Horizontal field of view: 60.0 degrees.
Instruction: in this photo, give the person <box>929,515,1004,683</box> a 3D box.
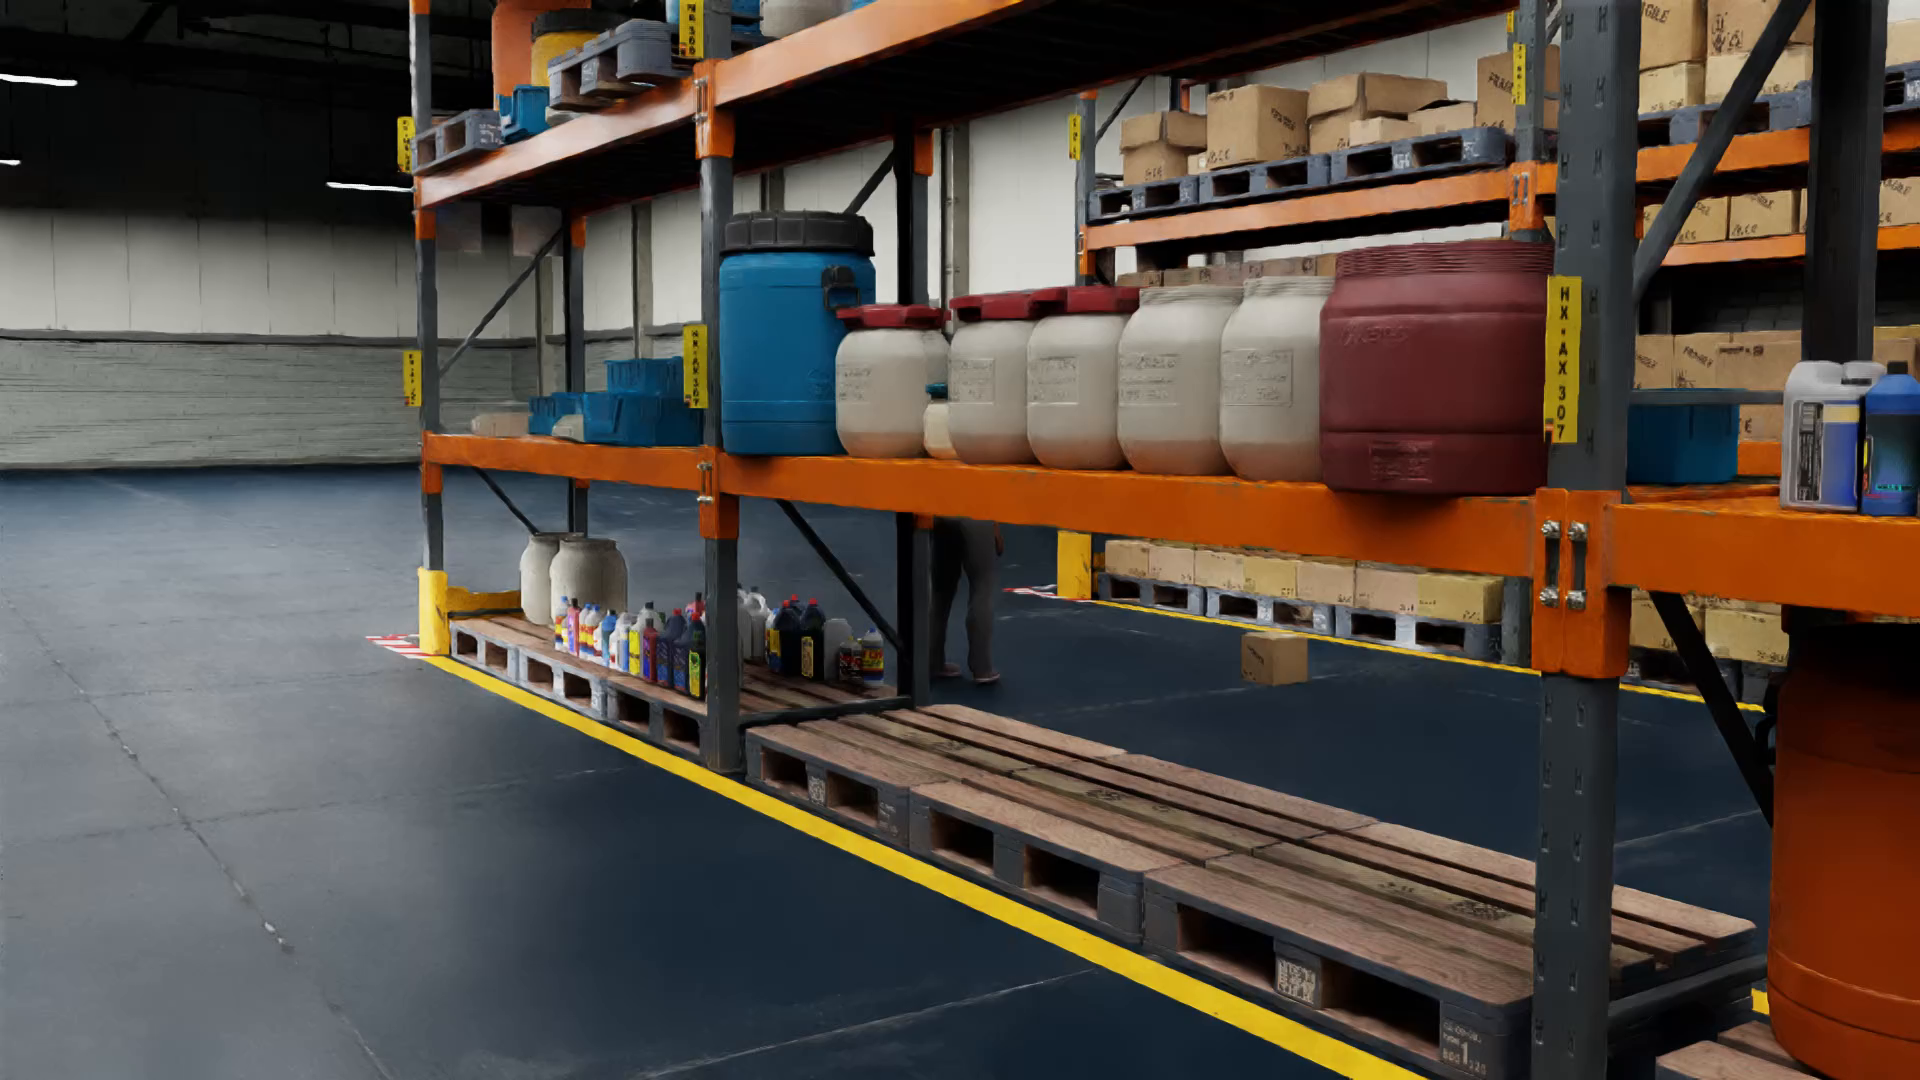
[{"bbox_3d":[0.021,-0.073,8.843,0.359,1.657,0.484,-4,6,-41],"label":"person"}]
